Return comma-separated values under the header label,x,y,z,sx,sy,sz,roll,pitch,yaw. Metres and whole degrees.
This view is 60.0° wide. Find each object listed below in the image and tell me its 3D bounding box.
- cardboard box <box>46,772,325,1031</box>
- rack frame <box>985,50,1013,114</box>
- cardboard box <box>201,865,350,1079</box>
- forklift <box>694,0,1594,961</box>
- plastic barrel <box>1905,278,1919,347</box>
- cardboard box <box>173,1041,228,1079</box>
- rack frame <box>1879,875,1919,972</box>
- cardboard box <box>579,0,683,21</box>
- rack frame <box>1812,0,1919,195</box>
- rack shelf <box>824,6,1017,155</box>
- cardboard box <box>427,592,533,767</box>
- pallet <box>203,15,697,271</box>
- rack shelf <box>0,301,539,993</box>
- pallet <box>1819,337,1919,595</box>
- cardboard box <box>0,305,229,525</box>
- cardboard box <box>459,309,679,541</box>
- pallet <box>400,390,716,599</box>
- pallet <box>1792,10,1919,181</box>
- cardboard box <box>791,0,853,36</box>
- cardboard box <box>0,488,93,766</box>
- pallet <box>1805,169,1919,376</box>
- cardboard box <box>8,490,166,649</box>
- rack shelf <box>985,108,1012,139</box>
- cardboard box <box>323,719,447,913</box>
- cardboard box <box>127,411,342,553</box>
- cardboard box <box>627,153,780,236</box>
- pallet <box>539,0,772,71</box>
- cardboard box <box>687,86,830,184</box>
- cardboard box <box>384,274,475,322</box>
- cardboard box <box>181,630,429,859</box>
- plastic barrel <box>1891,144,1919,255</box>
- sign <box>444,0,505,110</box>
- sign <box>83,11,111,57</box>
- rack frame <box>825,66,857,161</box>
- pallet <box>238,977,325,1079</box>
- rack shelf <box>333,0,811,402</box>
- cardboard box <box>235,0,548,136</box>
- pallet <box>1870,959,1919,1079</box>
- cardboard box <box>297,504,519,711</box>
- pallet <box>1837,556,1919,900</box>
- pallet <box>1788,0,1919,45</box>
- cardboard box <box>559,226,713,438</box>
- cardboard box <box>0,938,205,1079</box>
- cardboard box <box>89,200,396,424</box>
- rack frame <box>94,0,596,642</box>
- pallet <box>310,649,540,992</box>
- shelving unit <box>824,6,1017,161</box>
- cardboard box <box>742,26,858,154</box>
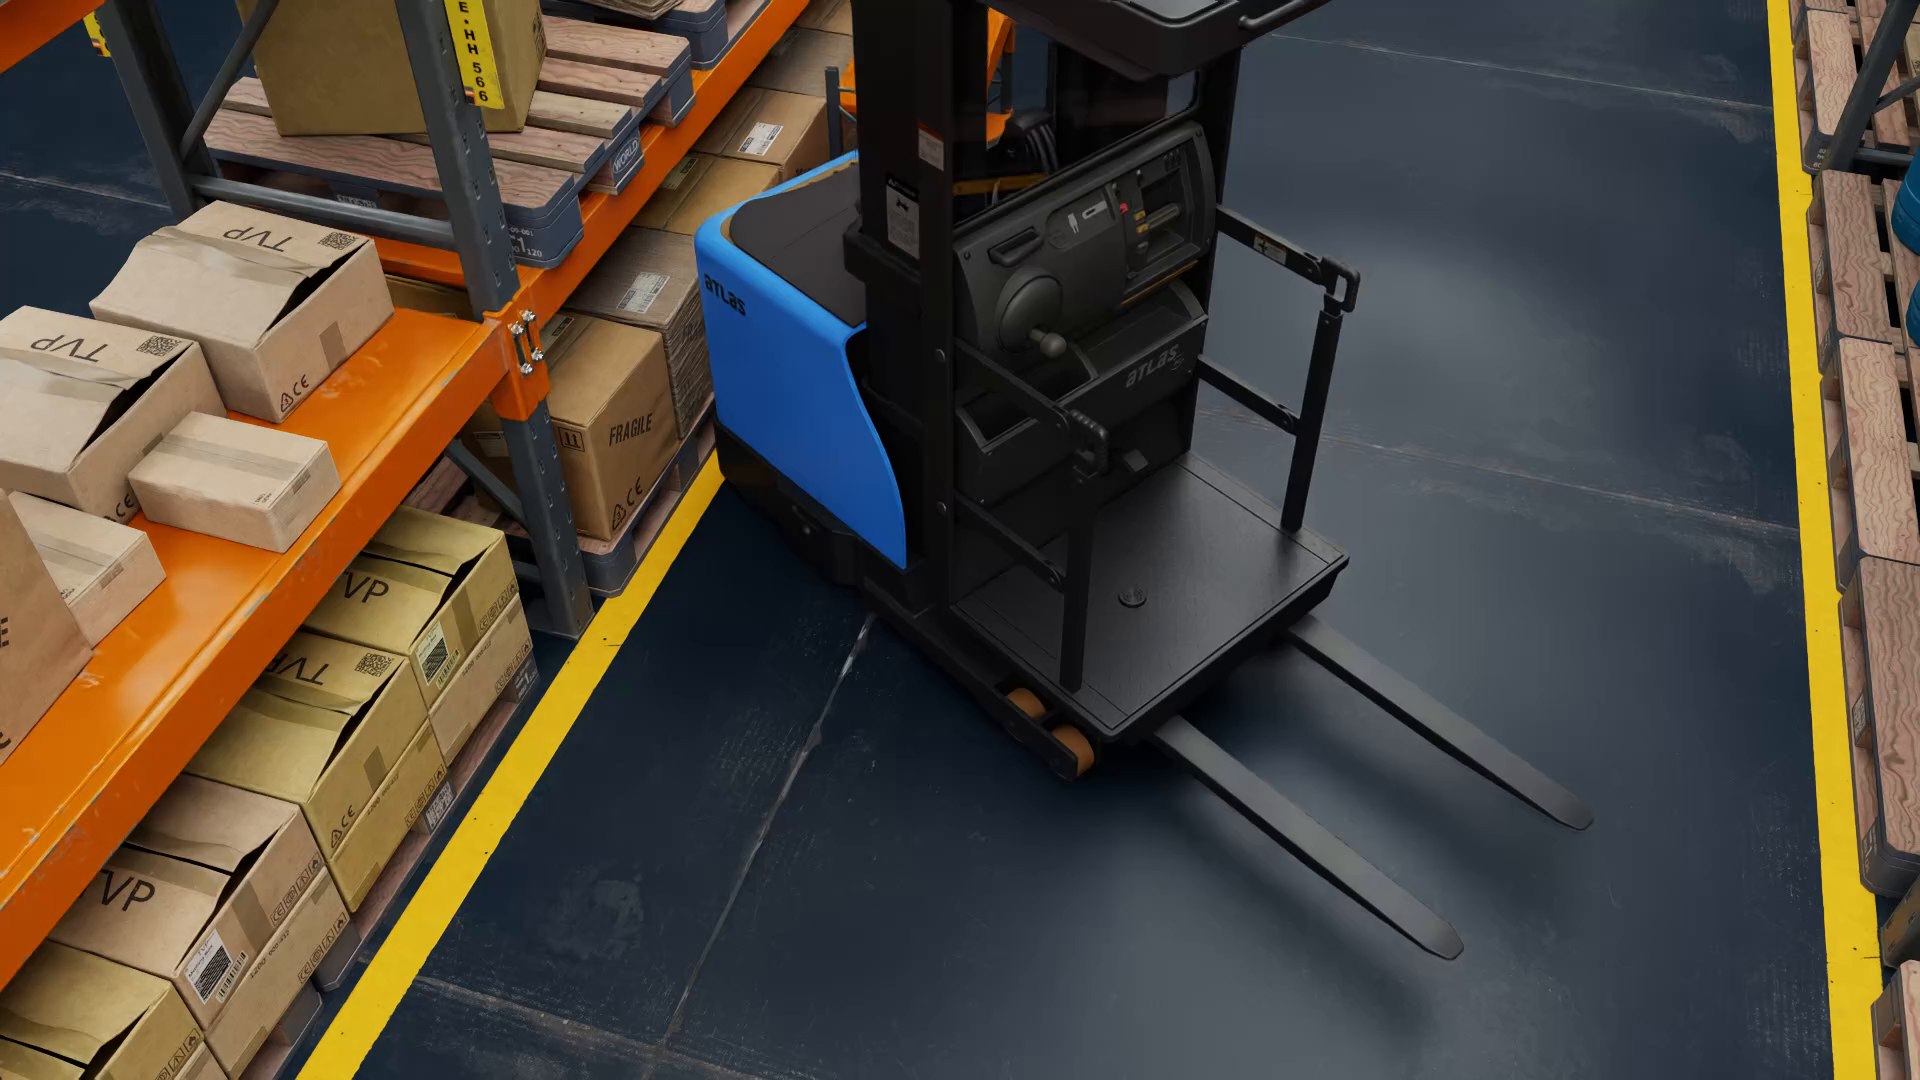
label,x,y,z,sx,sy,sz,roll,pitch,yaw
cardboard box,-1.929,0.829,4.022,0.500,0.311,0.500,12,46,12
rack frame,-0.033,-1.920,6.907,0.500,1.125,0.032,8,45,8
cardboard box,-1.934,1.026,4.222,0.500,0.250,0.500,14,46,13
forklift,0.504,-0.737,4.407,1.130,2.935,3.031,-32,53,-29
plastic barrel,3.837,-1.071,5.900,0.600,0.901,0.708,13,46,13
cardboard box,-2.087,1.370,3.871,0.500,0.250,0.500,13,46,13
rack frame,3.021,0.164,3.438,1.000,3.000,0.127,13,46,13
cardboard box,-1.157,-2.086,5.366,0.700,0.500,0.500,21,48,20
rack frame,4.232,-2.502,6.162,1.000,3.000,0.127,13,46,13
rack shelf,-0.130,-1.780,6.346,0.538,0.278,1.000,8,45,8
cardboard box,-1.626,0.347,4.916,0.500,0.250,0.500,14,46,13
pallet,-1.560,-1.286,5.057,1.213,0.211,1.003,13,46,13
rack shelf,-2.305,0.703,3.402,1.077,0.370,4.000,13,46,13
pallet,3.591,-0.184,5.787,1.003,0.211,1.213,13,46,13
cardboard box,-2.154,-0.301,3.976,0.500,0.311,0.500,12,46,12
cardboard box,-1.289,-0.394,5.481,0.500,0.500,0.500,14,46,14
pallet,-1.437,-0.381,5.988,1.003,0.211,1.213,13,46,13
pallet,4.418,-2.004,7.647,1.003,0.211,1.213,13,46,13
cardboard box,-0.522,-2.100,7.224,0.500,0.500,0.500,13,46,13
cardboard box,-2.191,0.198,3.331,0.500,0.500,0.500,10,45,10
pallet,3.959,-1.000,6.621,1.003,0.211,1.213,13,46,13
cardboard box,-2.031,0.064,3.719,0.380,0.149,0.250,16,47,15
rack shelf,-0.130,-1.396,6.722,0.538,0.278,1.000,8,45,8
cardboard box,-1.778,0.692,4.564,0.500,0.250,0.500,12,46,12
cardboard box,-1.708,-0.140,3.928,0.380,0.149,0.250,13,46,13
cardboard box,-0.979,-1.078,6.179,0.500,0.500,0.500,12,46,12
pallet,-1.114,-2.116,5.905,1.003,0.211,1.213,13,46,13
cardboard box,-0.826,-1.427,6.536,0.500,0.500,0.500,11,45,11
cardboard box,-1.639,-0.825,5.921,0.500,0.500,0.500,14,46,14
cardboard box,-1.774,0.494,4.366,0.500,0.311,0.500,12,46,12
plastic barrel,4.051,-1.543,6.383,0.600,0.901,0.708,13,46,13
sign,-1.169,-1.186,3.990,0.100,0.325,0.005,13,46,13
sign,-2.219,-1.382,4.246,0.100,0.325,0.005,13,46,13
rack frame,-0.226,-1.221,6.194,0.500,1.125,0.032,8,45,8
pallet,-2.357,1.460,4.107,1.003,0.211,1.213,13,46,13
rack shelf,-1.093,-1.964,6.126,1.077,0.370,4.000,13,46,13
cardboard box,-1.616,-1.517,4.784,0.700,0.500,0.500,-1,44,-1
pallet,2.749,1.669,3.894,1.003,0.211,1.213,13,46,13
cardboard box,-1.623,0.146,4.721,0.500,0.311,0.500,14,46,14
pallet,3.220,0.626,4.959,1.003,0.211,1.213,13,46,13
pallet,4.785,-2.820,8.481,1.003,0.211,1.213,13,46,13
cardboard box,-1.135,-0.745,5.839,0.500,0.500,0.500,11,45,11
cardboard box,-2.083,1.163,3.682,0.500,0.311,0.500,14,46,14
cardboard box,-1.851,-0.623,4.305,0.500,0.311,0.500,15,46,15
rack frame,-1.699,-0.888,4.512,1.000,3.000,0.127,13,46,13
pallet,-1.985,0.649,4.935,1.003,0.211,1.213,13,46,13
shelving unit,-0.130,-1.571,6.551,0.538,1.125,1.048,8,45,8
cardboard box,-0.674,-1.766,6.883,0.500,0.500,0.500,13,46,13
